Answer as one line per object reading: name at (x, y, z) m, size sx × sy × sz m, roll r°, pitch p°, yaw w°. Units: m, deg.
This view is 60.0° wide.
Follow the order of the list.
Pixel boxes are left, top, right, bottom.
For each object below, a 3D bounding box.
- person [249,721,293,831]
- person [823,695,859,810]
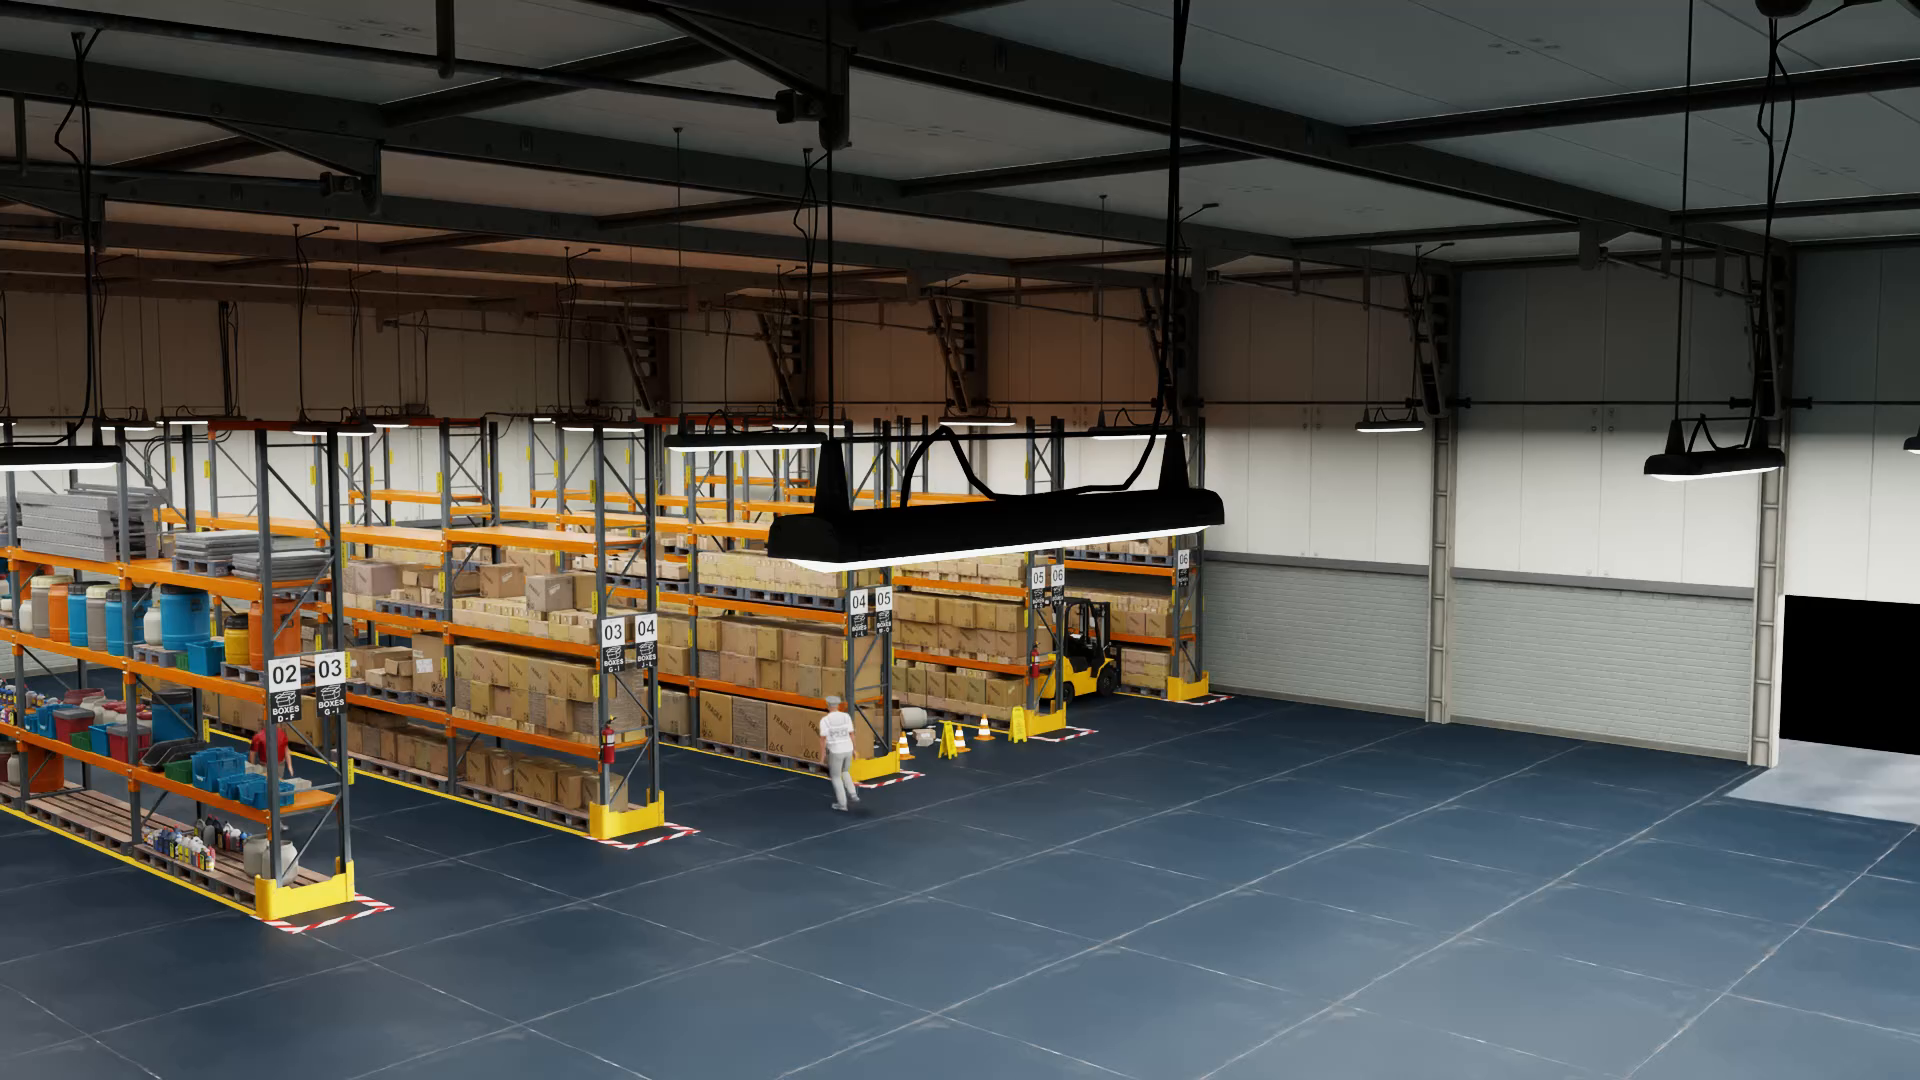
person at (-10.192, 3.413, 24.730) m, size 0.984 × 1.677 × 0.547 m, roll 3°, pitch 5°, yaw 29°
person at (-1.864, 3.300, 25.838) m, size 0.560 × 1.756 × 0.537 m, roll -4°, pitch 6°, yaw -40°
